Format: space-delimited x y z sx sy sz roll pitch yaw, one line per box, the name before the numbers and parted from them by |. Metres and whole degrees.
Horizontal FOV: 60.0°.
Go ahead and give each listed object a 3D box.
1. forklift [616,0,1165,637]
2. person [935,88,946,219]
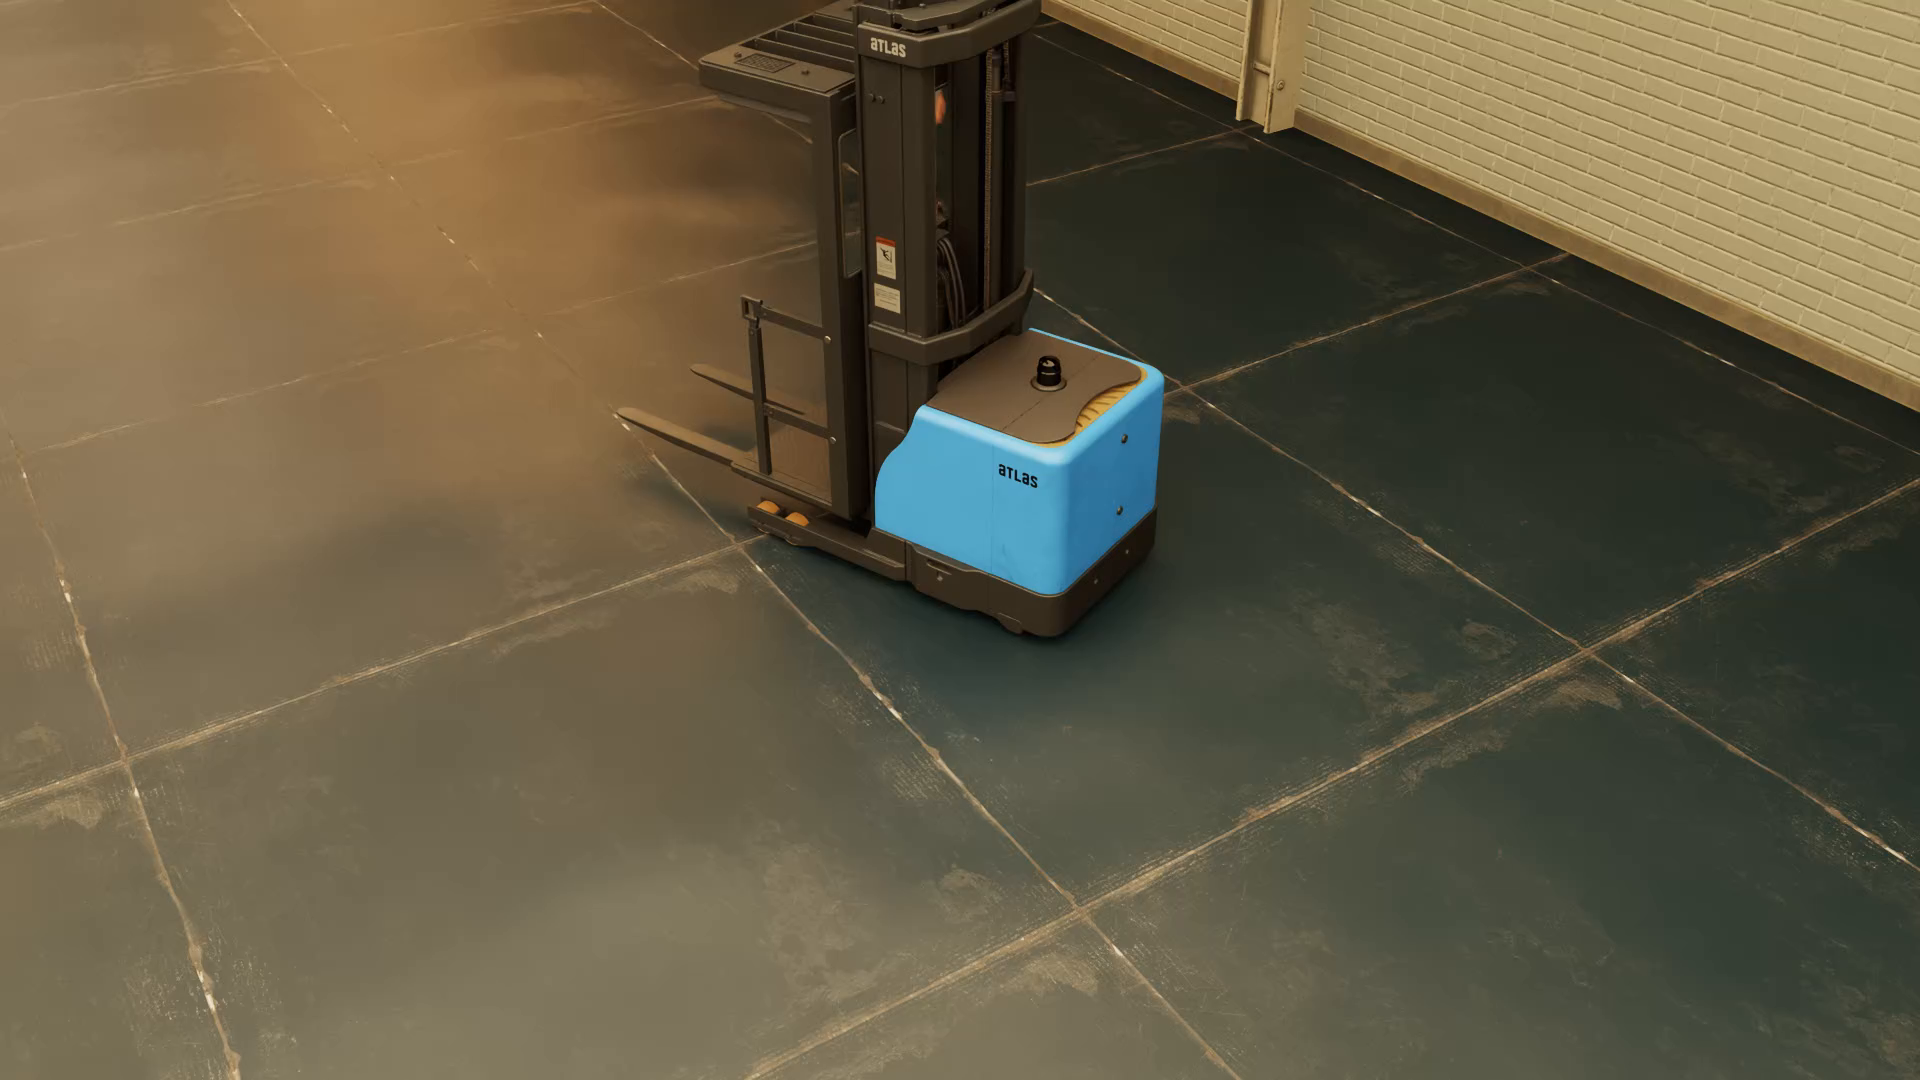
forklift | -0.500 -1.399 8.138 3.031 2.935 1.130 22 41 28
person | -0.473 -3.026 11.529 0.784 1.696 0.400 -3 35 -4
